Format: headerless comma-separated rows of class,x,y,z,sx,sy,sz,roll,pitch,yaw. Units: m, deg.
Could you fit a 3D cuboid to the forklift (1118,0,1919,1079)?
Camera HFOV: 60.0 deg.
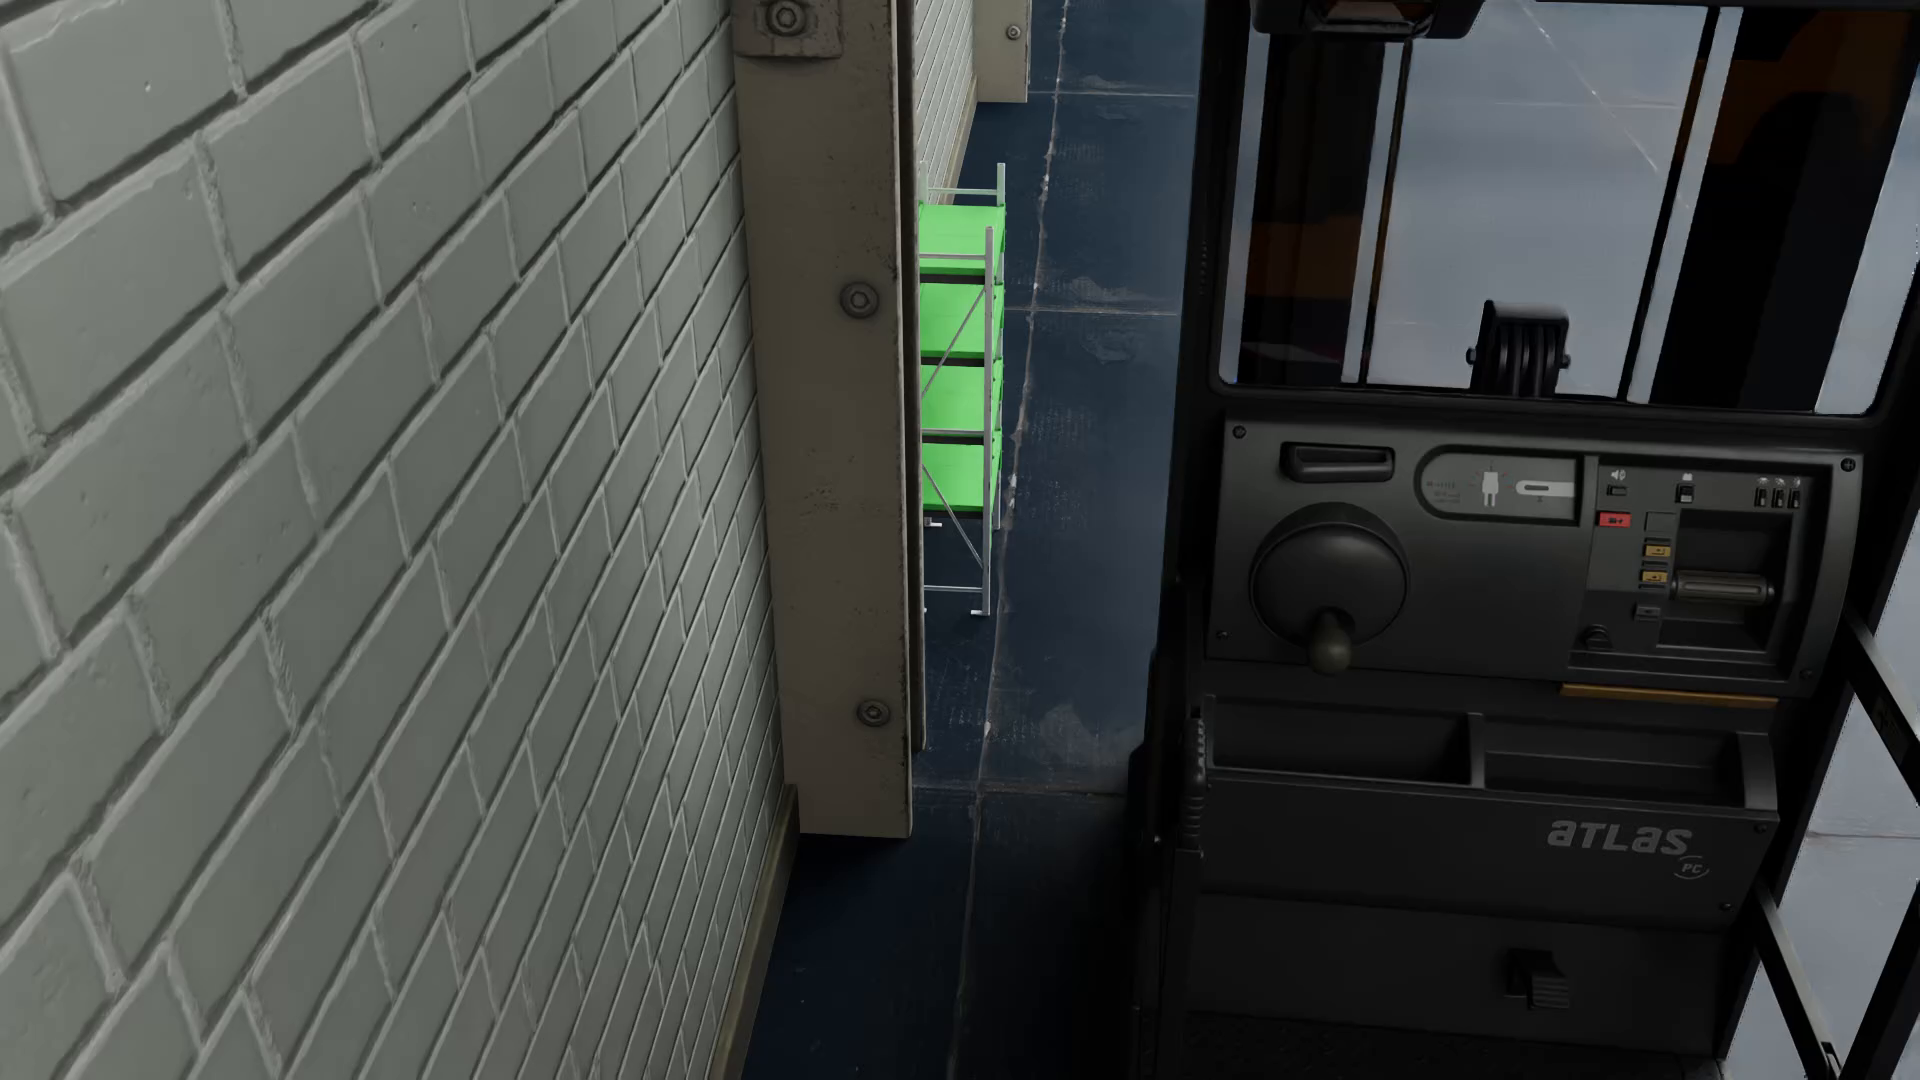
forklift,0.835,0.077,2.332,1.130,2.935,3.031,4,32,6

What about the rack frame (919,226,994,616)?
rack frame,-0.033,-0.297,4.588,0.240,1.200,0.015,2,32,4

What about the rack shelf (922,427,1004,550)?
rack shelf,-0.013,-0.166,4.954,0.258,0.148,0.480,2,32,4

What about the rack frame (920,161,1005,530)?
rack frame,0.006,-0.552,5.002,0.240,1.200,0.015,2,32,4

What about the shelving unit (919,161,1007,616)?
shelving unit,-0.013,-0.424,4.795,0.258,1.200,0.503,2,32,4

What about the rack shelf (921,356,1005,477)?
rack shelf,-0.013,-0.370,4.828,0.258,0.148,0.480,2,32,4

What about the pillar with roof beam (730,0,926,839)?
pillar with roof beam,4.031,-3.028,1.586,9.100,9.000,0.400,2,32,4

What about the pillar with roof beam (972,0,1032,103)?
pillar with roof beam,4.519,-6.165,6.677,9.100,9.000,0.400,2,32,4

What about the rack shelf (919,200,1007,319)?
rack shelf,-0.013,-0.778,4.576,0.258,0.148,0.480,2,32,4

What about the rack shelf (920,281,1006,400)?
rack shelf,-0.013,-0.574,4.702,0.258,0.148,0.480,2,32,4
